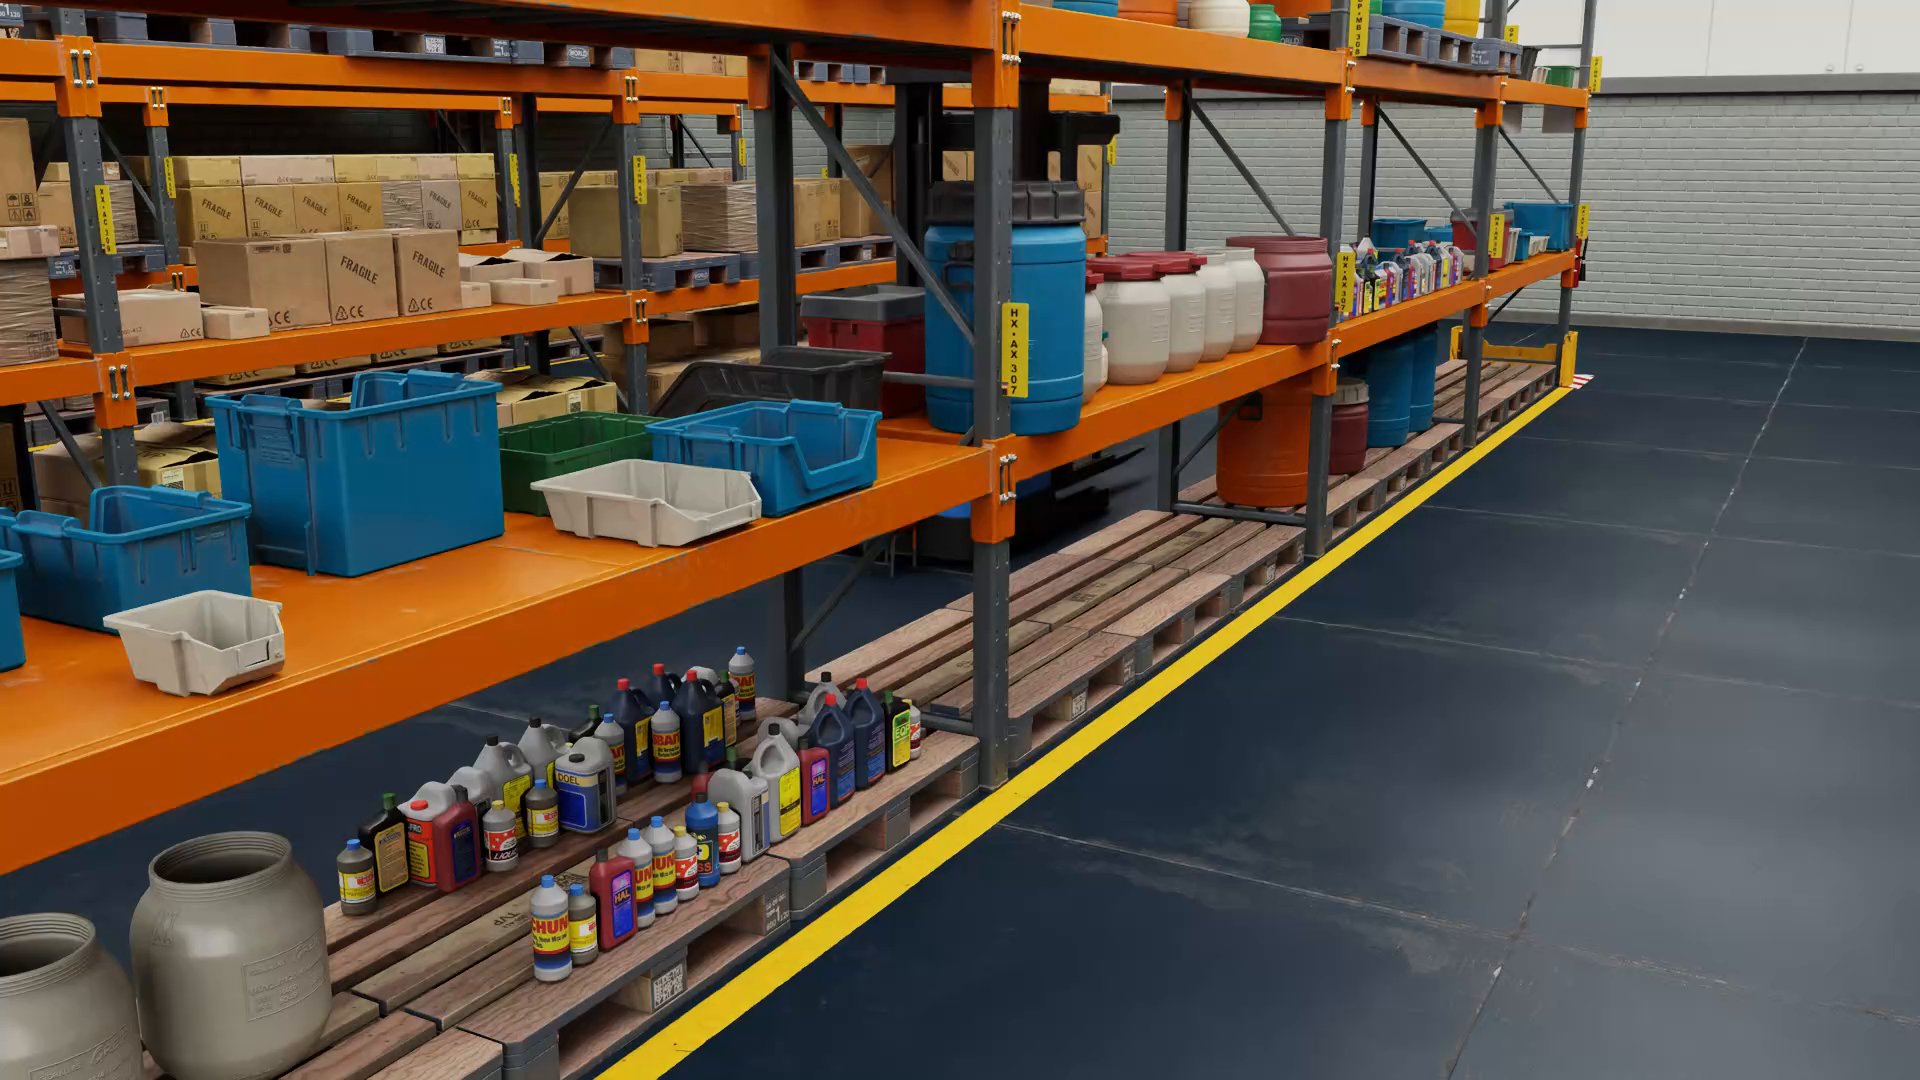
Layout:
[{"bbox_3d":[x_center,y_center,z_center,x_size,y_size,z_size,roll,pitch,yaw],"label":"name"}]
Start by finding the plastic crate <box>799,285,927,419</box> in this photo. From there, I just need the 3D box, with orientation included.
[{"bbox_3d":[-0.319,-0.756,6.631,0.402,0.464,0.583,7,15,28],"label":"plastic crate"}]

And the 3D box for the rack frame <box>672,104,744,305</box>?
[{"bbox_3d":[-3.157,-4.175,20.951,1.000,3.000,0.127,7,15,28],"label":"rack frame"}]

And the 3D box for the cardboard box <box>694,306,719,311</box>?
[{"bbox_3d":[-3.407,-3.009,20.552,0.700,0.500,0.500,7,15,28],"label":"cardboard box"}]

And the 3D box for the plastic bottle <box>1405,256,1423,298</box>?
[{"bbox_3d":[3.077,-1.800,11.366,0.152,0.276,0.135,7,15,28],"label":"plastic bottle"}]

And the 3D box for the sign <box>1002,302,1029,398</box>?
[{"bbox_3d":[0.191,-0.660,5.782,0.100,0.325,0.005,7,15,28],"label":"sign"}]

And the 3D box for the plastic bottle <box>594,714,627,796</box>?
[{"bbox_3d":[-1.168,0.714,5.555,0.097,0.271,0.097,0,14,0],"label":"plastic bottle"}]

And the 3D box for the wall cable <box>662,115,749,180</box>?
[{"bbox_3d":[-3.366,-5.039,22.366,0.084,1.984,1.851,7,15,28],"label":"wall cable"}]

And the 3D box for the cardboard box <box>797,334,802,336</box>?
[{"bbox_3d":[-1.696,-1.508,14.285,0.500,0.500,0.500,8,15,29],"label":"cardboard box"}]

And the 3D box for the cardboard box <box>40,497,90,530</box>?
[{"bbox_3d":[-4.673,-0.138,9.176,0.500,0.250,0.500,7,15,27],"label":"cardboard box"}]

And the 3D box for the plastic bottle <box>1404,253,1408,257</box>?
[{"bbox_3d":[3.136,-1.884,11.721,0.097,0.271,0.097,0,14,0],"label":"plastic bottle"}]

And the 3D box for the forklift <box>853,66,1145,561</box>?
[{"bbox_3d":[0.314,-1.601,10.422,1.130,2.935,3.031,7,15,27],"label":"forklift"}]

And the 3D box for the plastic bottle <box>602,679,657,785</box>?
[{"bbox_3d":[-1.130,0.641,5.689,0.144,0.351,0.185,7,15,26],"label":"plastic bottle"}]

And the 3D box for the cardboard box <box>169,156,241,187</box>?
[{"bbox_3d":[-6.565,-3.171,14.295,0.500,0.250,0.500,8,16,29],"label":"cardboard box"}]

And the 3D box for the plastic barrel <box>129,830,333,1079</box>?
[{"bbox_3d":[-1.725,0.989,3.943,0.421,0.512,0.421,0,14,0],"label":"plastic barrel"}]

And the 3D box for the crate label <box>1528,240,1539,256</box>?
[{"bbox_3d":[5.014,-2.648,15.051,0.396,0.136,0.243,7,15,28],"label":"crate label"}]

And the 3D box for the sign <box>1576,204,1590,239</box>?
[{"bbox_3d":[6.005,-3.073,16.031,0.100,0.325,0.005,7,15,28],"label":"sign"}]

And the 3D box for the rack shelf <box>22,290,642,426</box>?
[{"bbox_3d":[-3.653,-1.213,10.200,1.077,0.370,4.000,7,15,28],"label":"rack shelf"}]

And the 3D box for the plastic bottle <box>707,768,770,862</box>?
[{"bbox_3d":[-0.675,0.823,5.092,0.152,0.276,0.135,8,16,29],"label":"plastic bottle"}]

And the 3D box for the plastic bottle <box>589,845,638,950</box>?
[{"bbox_3d":[-0.944,0.956,4.526,0.061,0.283,0.133,8,16,29],"label":"plastic bottle"}]

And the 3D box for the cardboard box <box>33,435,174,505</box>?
[{"bbox_3d":[-4.675,-0.408,9.100,0.500,0.311,0.500,7,15,28],"label":"cardboard box"}]

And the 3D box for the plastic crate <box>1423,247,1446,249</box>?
[{"bbox_3d":[3.888,-2.387,13.995,0.437,0.125,0.590,7,15,28],"label":"plastic crate"}]

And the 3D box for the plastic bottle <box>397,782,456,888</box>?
[{"bbox_3d":[-1.569,0.865,4.917,0.152,0.276,0.135,8,15,28],"label":"plastic bottle"}]

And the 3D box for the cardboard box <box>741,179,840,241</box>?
[{"bbox_3d":[-1.454,-2.826,14.248,0.700,0.500,0.500,10,17,37],"label":"cardboard box"}]

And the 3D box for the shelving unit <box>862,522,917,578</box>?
[{"bbox_3d":[-0.393,-0.338,9.194,0.215,1.050,0.252,7,15,27],"label":"shelving unit"}]

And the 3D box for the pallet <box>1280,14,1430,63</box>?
[{"bbox_3d":[2.104,-2.923,9.762,1.003,0.211,1.213,7,15,28],"label":"pallet"}]

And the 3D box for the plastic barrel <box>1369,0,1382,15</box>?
[{"bbox_3d":[2.362,-3.189,9.898,0.294,0.245,0.294,0,14,0],"label":"plastic barrel"}]

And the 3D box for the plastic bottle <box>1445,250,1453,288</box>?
[{"bbox_3d":[3.498,-1.979,12.107,0.152,0.276,0.135,7,15,28],"label":"plastic bottle"}]

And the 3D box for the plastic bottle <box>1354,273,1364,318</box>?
[{"bbox_3d":[2.364,-1.498,10.111,0.152,0.276,0.135,7,15,28],"label":"plastic bottle"}]

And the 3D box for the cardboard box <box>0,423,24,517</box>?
[{"bbox_3d":[-5.118,-0.325,8.351,0.500,0.500,0.500,7,15,28],"label":"cardboard box"}]

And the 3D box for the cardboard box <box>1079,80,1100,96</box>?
[{"bbox_3d":[1.164,-4.864,17.731,0.500,0.250,0.500,7,15,28],"label":"cardboard box"}]

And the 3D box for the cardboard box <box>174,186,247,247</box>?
[{"bbox_3d":[-6.565,-2.807,14.387,0.500,0.500,0.500,8,16,30],"label":"cardboard box"}]

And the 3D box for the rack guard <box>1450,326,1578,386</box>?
[{"bbox_3d":[5.516,-1.844,16.614,1.175,0.500,0.348,7,15,28],"label":"rack guard"}]

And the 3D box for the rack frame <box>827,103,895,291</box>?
[{"bbox_3d":[-0.752,-2.794,15.222,1.000,3.000,0.127,7,15,28],"label":"rack frame"}]

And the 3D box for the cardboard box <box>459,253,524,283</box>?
[{"bbox_3d":[-3.288,-1.768,11.158,0.500,0.311,0.500,7,15,27],"label":"cardboard box"}]

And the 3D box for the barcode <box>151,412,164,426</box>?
[{"bbox_3d":[-4.132,-0.623,8.564,0.001,0.075,0.075,7,15,28],"label":"barcode"}]

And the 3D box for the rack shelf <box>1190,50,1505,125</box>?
[{"bbox_3d":[2.615,-2.930,10.921,1.077,0.370,4.000,7,15,28],"label":"rack shelf"}]

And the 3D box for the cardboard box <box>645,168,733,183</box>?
[{"bbox_3d":[-3.394,-4.215,20.477,0.980,0.700,0.700,8,16,31],"label":"cardboard box"}]

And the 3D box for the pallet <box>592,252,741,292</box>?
[{"bbox_3d":[-2.420,-2.027,12.450,1.213,0.211,1.003,7,15,28],"label":"pallet"}]

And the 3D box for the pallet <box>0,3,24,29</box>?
[{"bbox_3d":[-5.009,-2.390,7.334,1.003,0.211,1.213,7,15,28],"label":"pallet"}]

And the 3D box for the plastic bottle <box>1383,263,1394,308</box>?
[{"bbox_3d":[2.739,-1.638,10.679,0.061,0.283,0.133,7,15,28],"label":"plastic bottle"}]

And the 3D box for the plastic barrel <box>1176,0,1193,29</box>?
[{"bbox_3d":[1.061,-2.969,8.479,0.600,0.901,0.600,0,14,0],"label":"plastic barrel"}]

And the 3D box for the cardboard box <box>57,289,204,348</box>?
[{"bbox_3d":[-4.420,-1.185,8.871,0.500,0.250,0.500,9,16,32],"label":"cardboard box"}]

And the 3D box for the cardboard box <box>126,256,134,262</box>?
[{"bbox_3d":[-7.091,-2.517,14.567,0.380,0.149,0.250,8,16,29],"label":"cardboard box"}]

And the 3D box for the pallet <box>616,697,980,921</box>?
[{"bbox_3d":[-0.646,0.898,5.857,1.003,0.211,1.213,7,15,28],"label":"pallet"}]

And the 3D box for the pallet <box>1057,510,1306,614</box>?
[{"bbox_3d":[1.240,0.099,9.172,1.003,0.211,1.213,7,15,28],"label":"pallet"}]

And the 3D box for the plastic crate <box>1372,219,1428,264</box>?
[{"bbox_3d":[3.509,-2.388,13.443,0.392,0.384,0.575,7,15,28],"label":"plastic crate"}]

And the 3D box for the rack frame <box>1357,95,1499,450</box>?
[{"bbox_3d":[3.582,-2.232,12.891,1.000,3.000,0.127,7,15,28],"label":"rack frame"}]

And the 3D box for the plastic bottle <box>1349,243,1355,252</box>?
[{"bbox_3d":[2.967,-2.121,12.679,0.061,0.283,0.133,7,15,28],"label":"plastic bottle"}]

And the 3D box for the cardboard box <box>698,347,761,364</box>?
[{"bbox_3d":[-1.721,-1.243,13.185,0.500,0.500,0.500,7,15,27],"label":"cardboard box"}]

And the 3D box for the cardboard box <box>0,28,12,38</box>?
[{"bbox_3d":[-7.732,-3.796,12.717,0.797,0.503,0.637,10,17,36],"label":"cardboard box"}]

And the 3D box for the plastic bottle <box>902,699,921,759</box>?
[{"bbox_3d":[-0.188,0.666,5.904,0.097,0.201,0.097,0,14,0],"label":"plastic bottle"}]

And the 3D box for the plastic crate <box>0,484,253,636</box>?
[{"bbox_3d":[-1.920,0.033,3.812,0.499,0.251,0.408,7,15,28],"label":"plastic crate"}]

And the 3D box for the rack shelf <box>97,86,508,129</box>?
[{"bbox_3d":[-6.057,-4.052,15.577,1.077,0.370,4.000,7,15,28],"label":"rack shelf"}]

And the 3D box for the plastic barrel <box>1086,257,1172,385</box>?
[{"bbox_3d":[0.724,-0.978,7.402,0.433,0.535,0.433,0,14,0],"label":"plastic barrel"}]

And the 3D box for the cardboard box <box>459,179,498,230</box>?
[{"bbox_3d":[-5.093,-3.434,16.986,0.500,0.500,0.500,7,15,27],"label":"cardboard box"}]

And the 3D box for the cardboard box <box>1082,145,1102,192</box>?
[{"bbox_3d":[1.207,-4.027,17.989,0.500,0.500,0.500,7,15,28],"label":"cardboard box"}]
